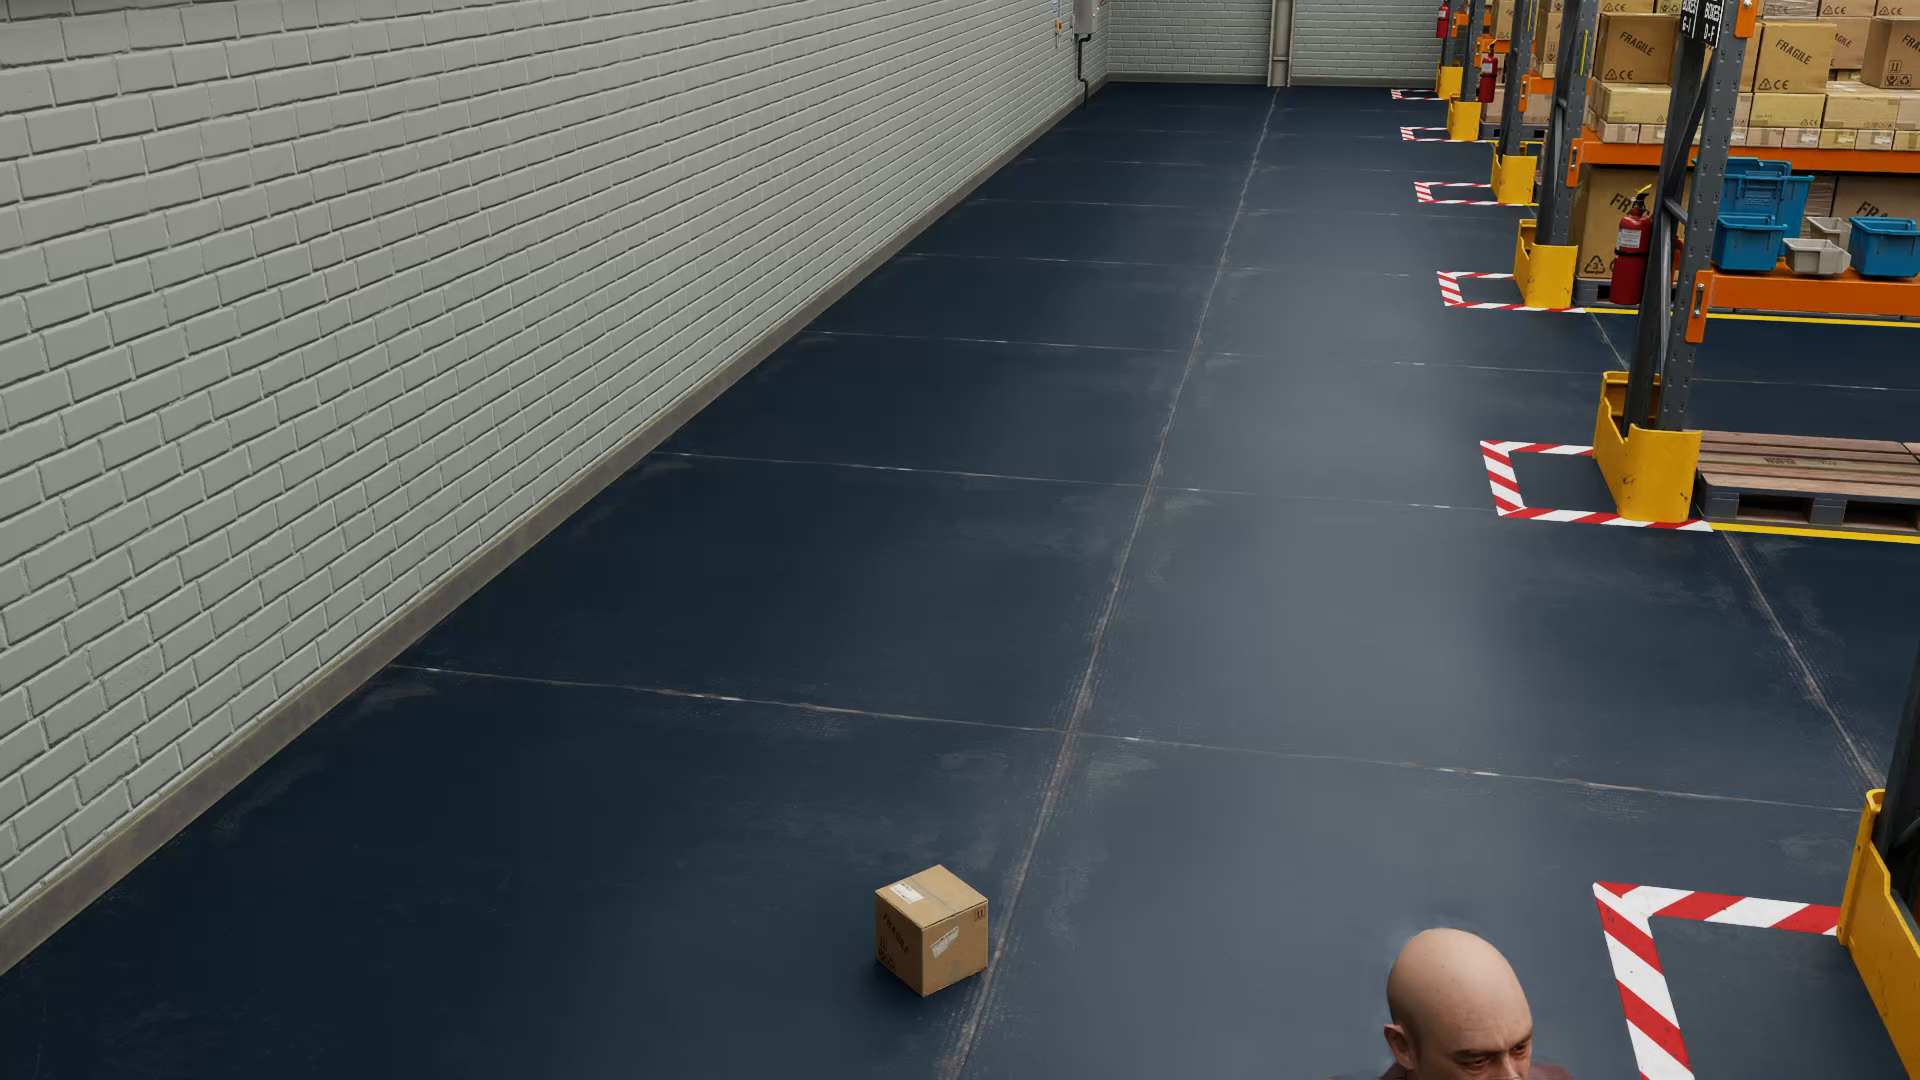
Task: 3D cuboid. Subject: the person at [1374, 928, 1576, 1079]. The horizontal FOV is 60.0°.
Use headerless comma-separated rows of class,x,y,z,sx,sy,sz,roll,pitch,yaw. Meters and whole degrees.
person,0.692,1.396,2.465,0.592,1.790,0.490,-4,22,-10
